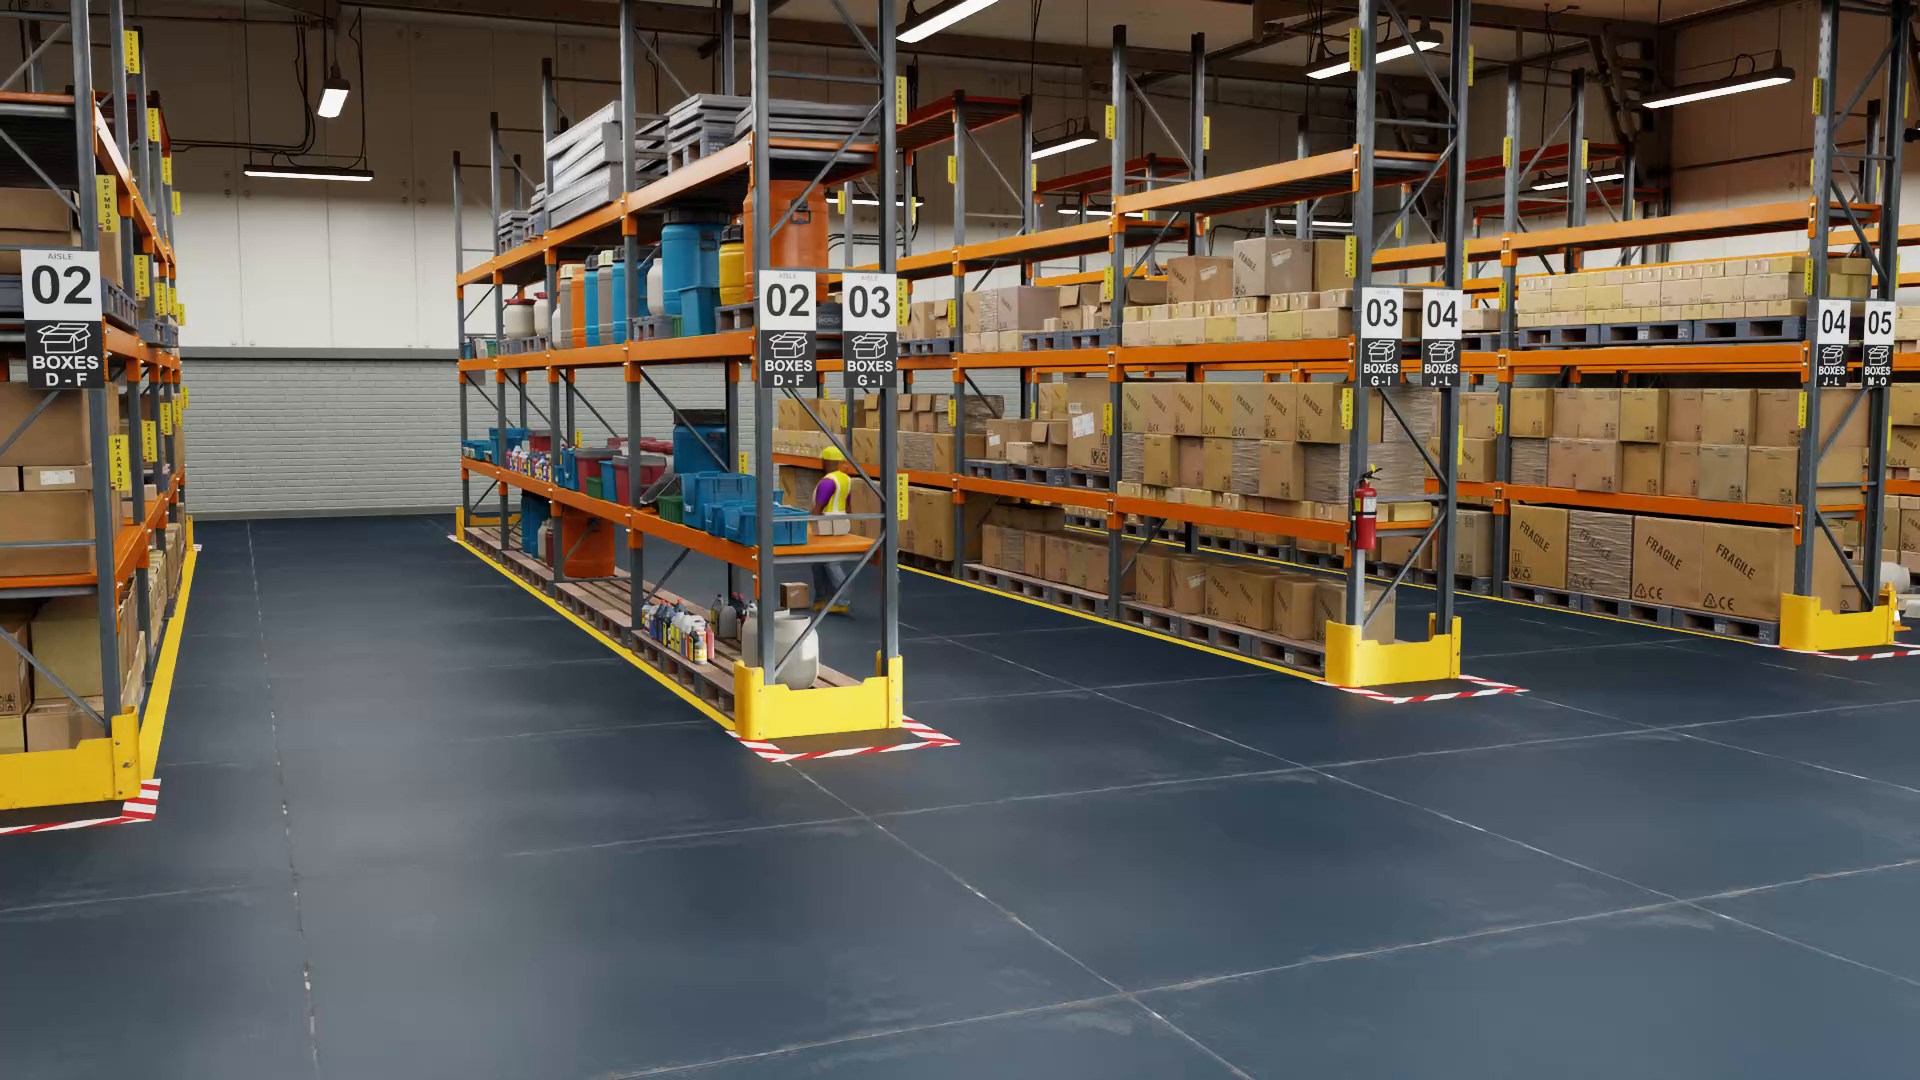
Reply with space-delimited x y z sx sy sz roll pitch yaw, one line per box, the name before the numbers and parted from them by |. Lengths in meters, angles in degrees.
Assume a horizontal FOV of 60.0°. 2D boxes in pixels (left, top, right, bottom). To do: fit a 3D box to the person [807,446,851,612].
person | -1.419 -0.068 17.635 0.529 1.850 0.589 1 5 12
